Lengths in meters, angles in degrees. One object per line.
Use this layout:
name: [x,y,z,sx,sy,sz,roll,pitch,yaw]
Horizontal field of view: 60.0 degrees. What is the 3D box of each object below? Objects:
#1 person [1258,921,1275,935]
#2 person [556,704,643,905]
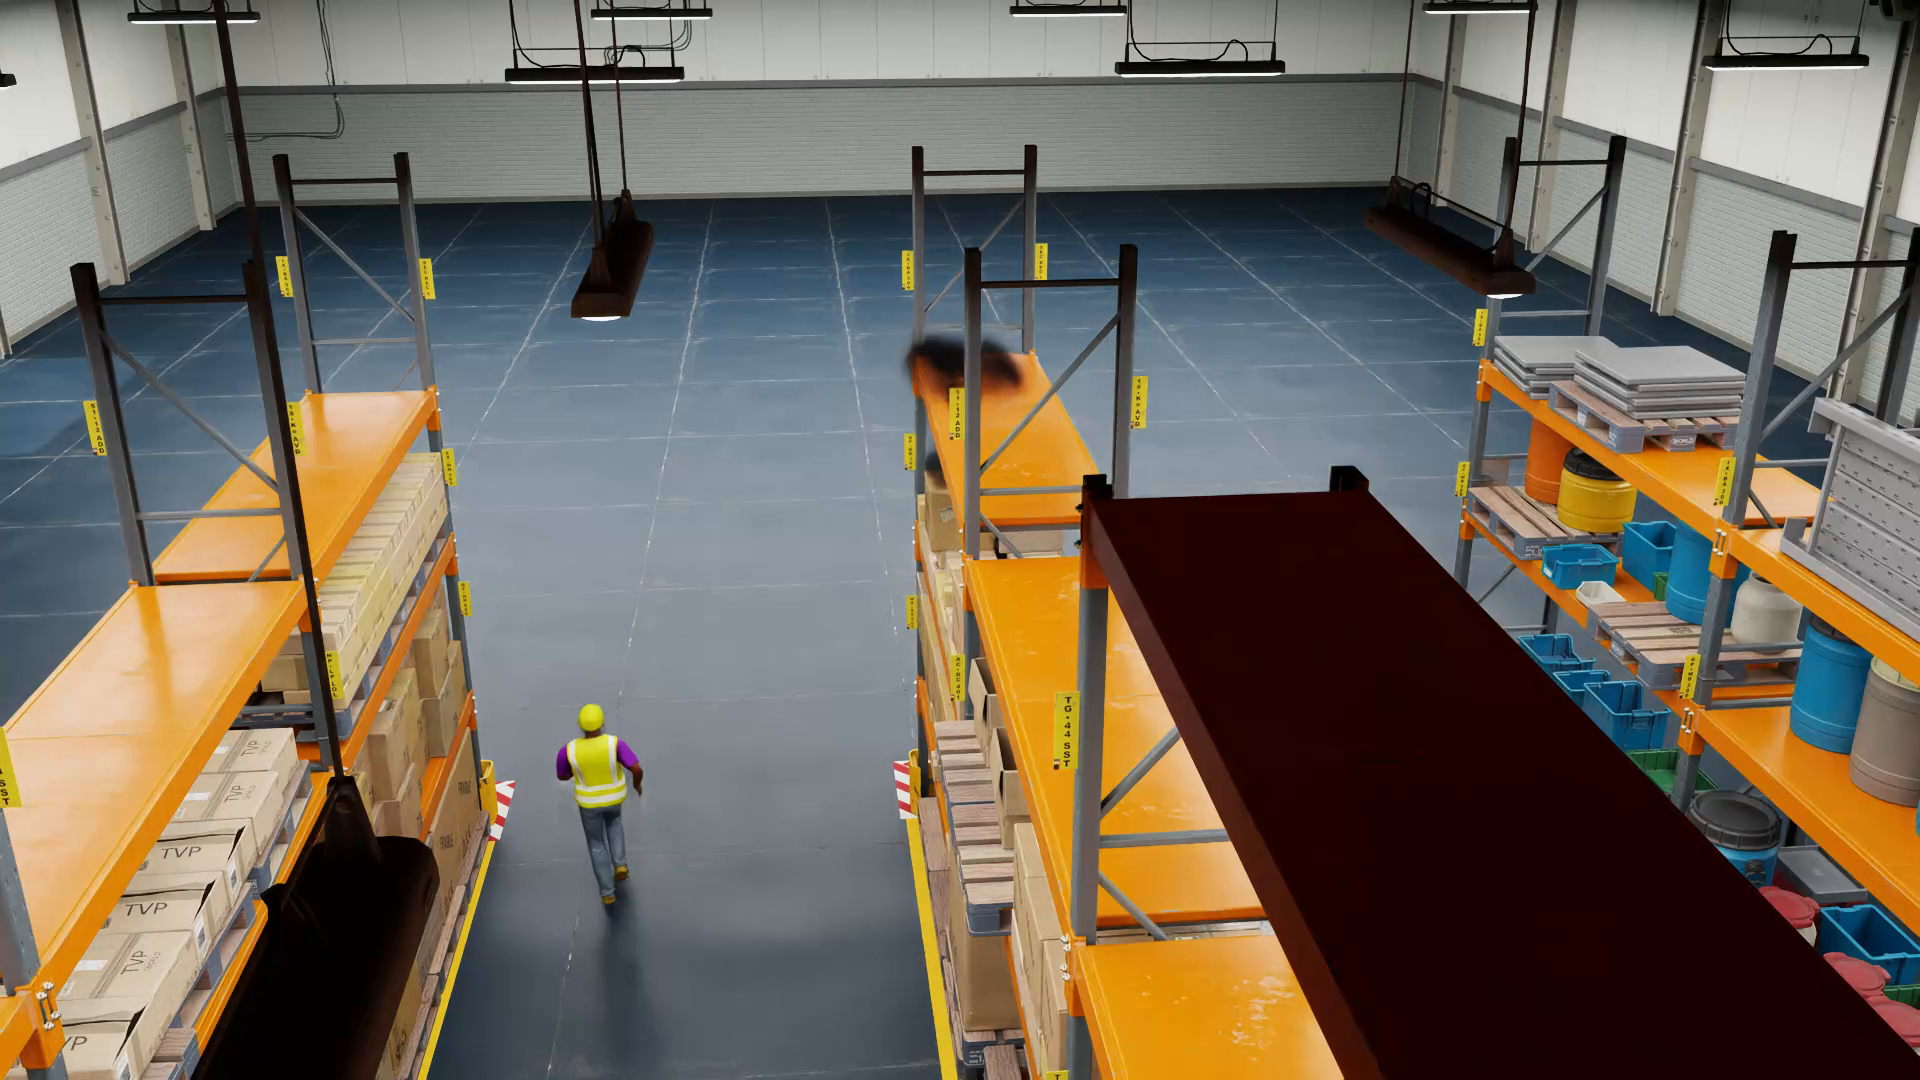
person: [2.199,2.902,12.060,0.672,1.658,0.849,-6,22,-16]
person: [-2.989,2.151,13.829,0.656,1.787,0.721,-8,23,-20]
